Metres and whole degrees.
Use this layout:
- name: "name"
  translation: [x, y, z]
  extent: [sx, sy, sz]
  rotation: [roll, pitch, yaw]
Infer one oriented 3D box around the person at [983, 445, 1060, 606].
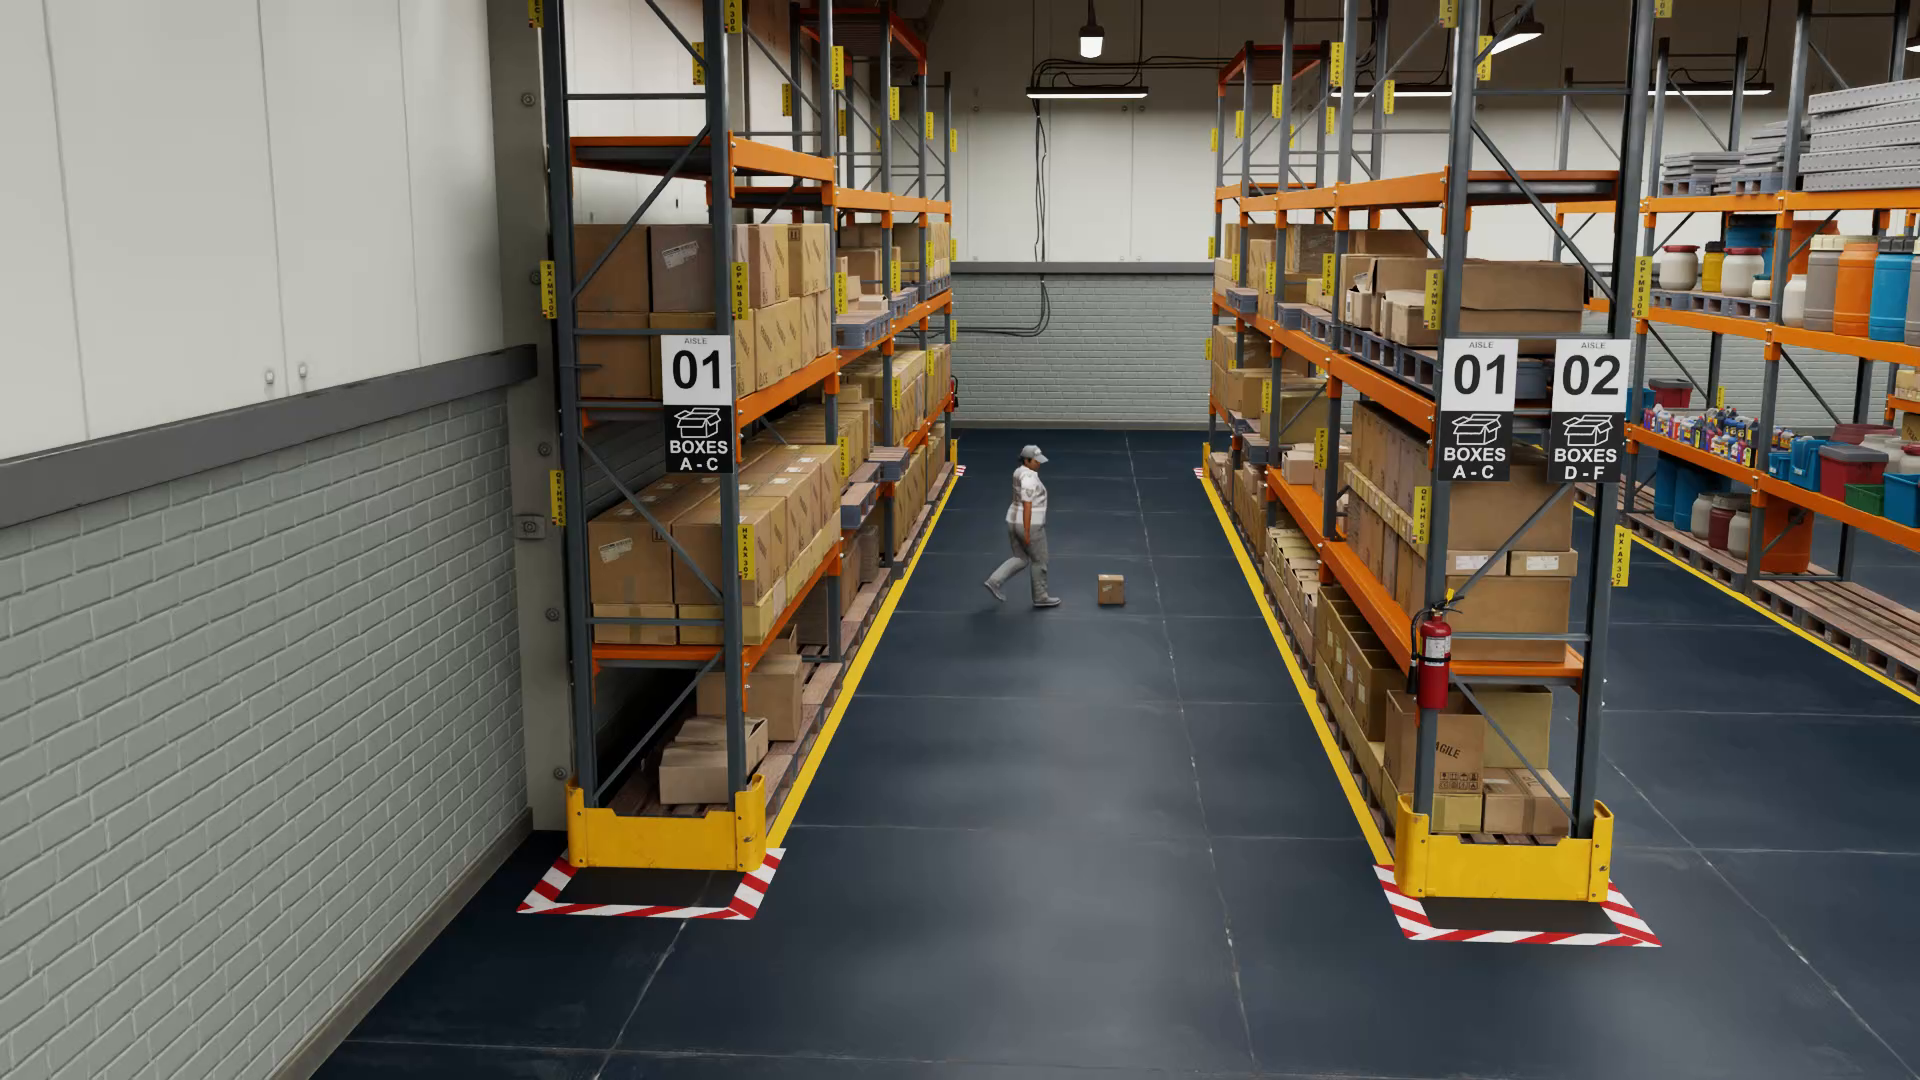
- name: "person"
  translation: [0.626, -0.141, 16.641]
  extent: [0.796, 1.639, 0.503]
  rotation: [-4, 12, -21]
